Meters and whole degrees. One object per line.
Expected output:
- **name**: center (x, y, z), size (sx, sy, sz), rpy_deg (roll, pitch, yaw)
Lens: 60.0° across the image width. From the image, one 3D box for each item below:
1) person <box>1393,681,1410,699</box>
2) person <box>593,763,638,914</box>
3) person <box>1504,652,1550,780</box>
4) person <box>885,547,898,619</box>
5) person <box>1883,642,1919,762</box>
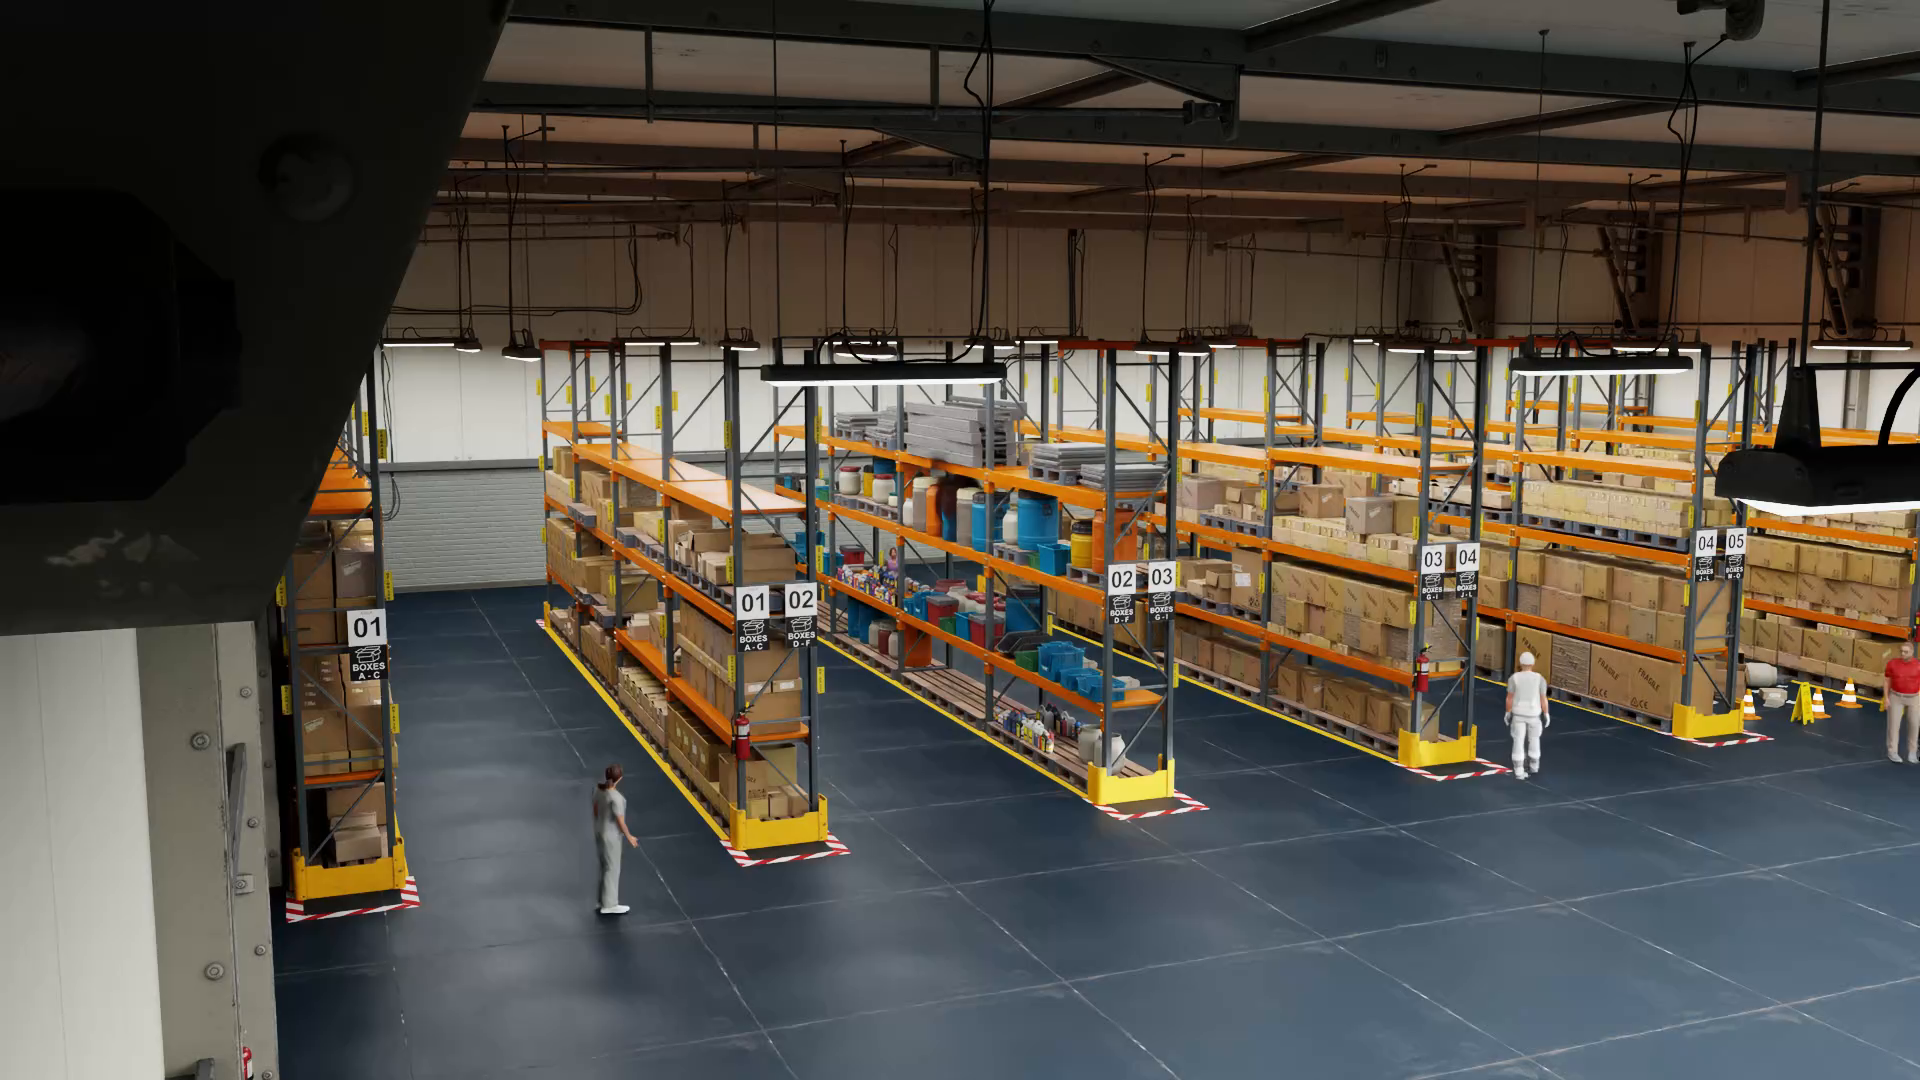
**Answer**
- **person**: center (7.294, 1.899, 27.315), size (0.573, 1.782, 0.381), rpy_deg (5, 9, 32)
- **person**: center (-3.757, 3.203, 17.938), size (0.415, 1.687, 0.578), rpy_deg (-6, 10, -39)
- **person**: center (7.965, 2.420, 23.323), size (0.599, 1.782, 0.739), rpy_deg (3, 8, 21)
- **person**: center (-1.419, 0.920, 35.668), size (0.423, 1.544, 0.937), rpy_deg (-3, 8, -25)
- **person**: center (13.694, 2.341, 24.108), size (0.557, 1.743, 0.442), rpy_deg (3, 8, 22)
